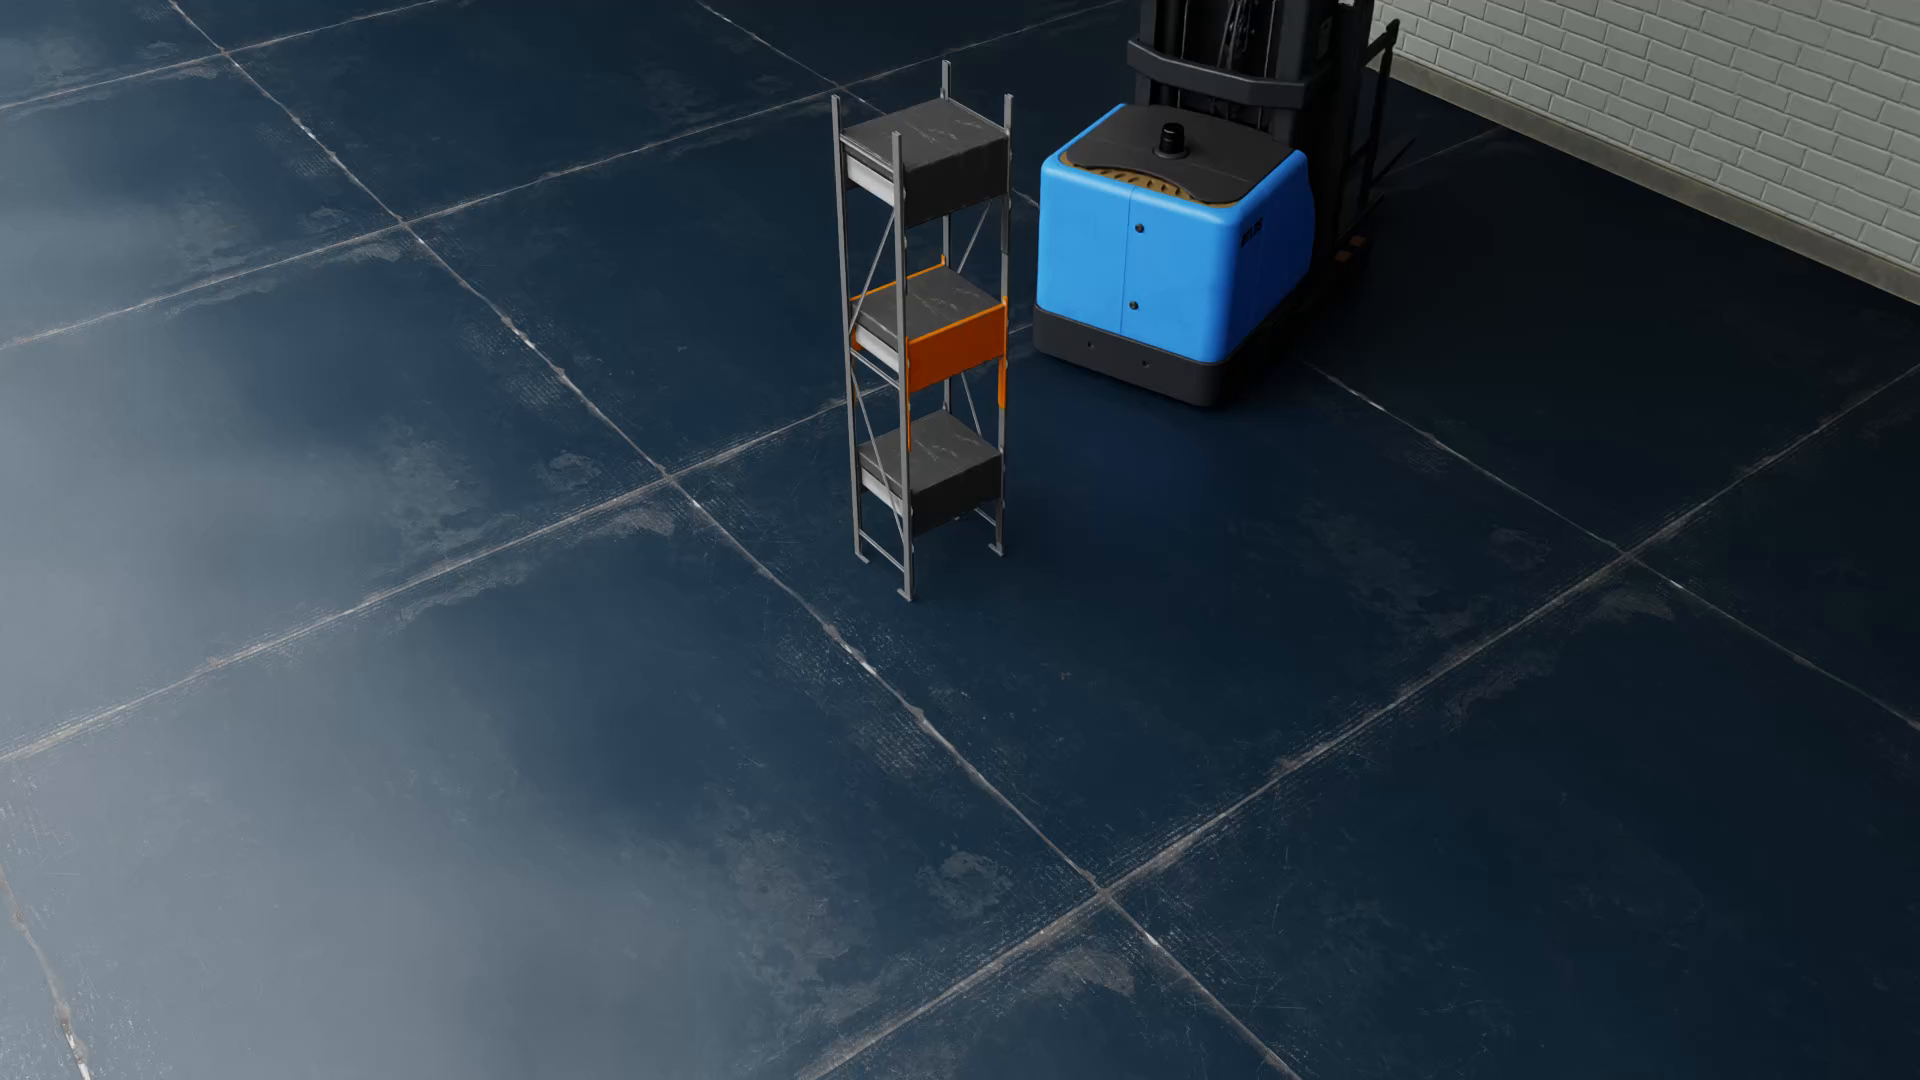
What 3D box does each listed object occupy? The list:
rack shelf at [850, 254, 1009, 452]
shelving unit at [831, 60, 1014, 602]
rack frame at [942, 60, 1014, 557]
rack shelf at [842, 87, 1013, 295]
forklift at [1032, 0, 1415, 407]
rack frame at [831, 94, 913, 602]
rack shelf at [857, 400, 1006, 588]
[{"bbox_3d":[-0.131,-0.737,6.515,0.480,0.518,0.431,-26,46,-28],"label":"rack shelf"},{"bbox_3d":[-0.131,-0.748,6.506,0.503,2.100,0.431,-26,46,-28],"label":"shelving unit"},{"bbox_3d":[0.062,-0.842,6.621,0.015,2.100,0.400,-26,46,-28],"label":"rack frame"},{"bbox_3d":[-0.131,-1.278,6.071,0.480,0.518,0.431,-26,46,-28],"label":"rack shelf"},{"bbox_3d":[1.586,-2.671,8.195,1.130,2.935,3.031,22,44,25],"label":"forklift"},{"bbox_3d":[-0.325,-0.654,6.391,0.015,2.100,0.400,-26,46,-28],"label":"rack frame"},{"bbox_3d":[-0.131,-0.196,6.959,0.480,0.518,0.431,-26,46,-28],"label":"rack shelf"}]
